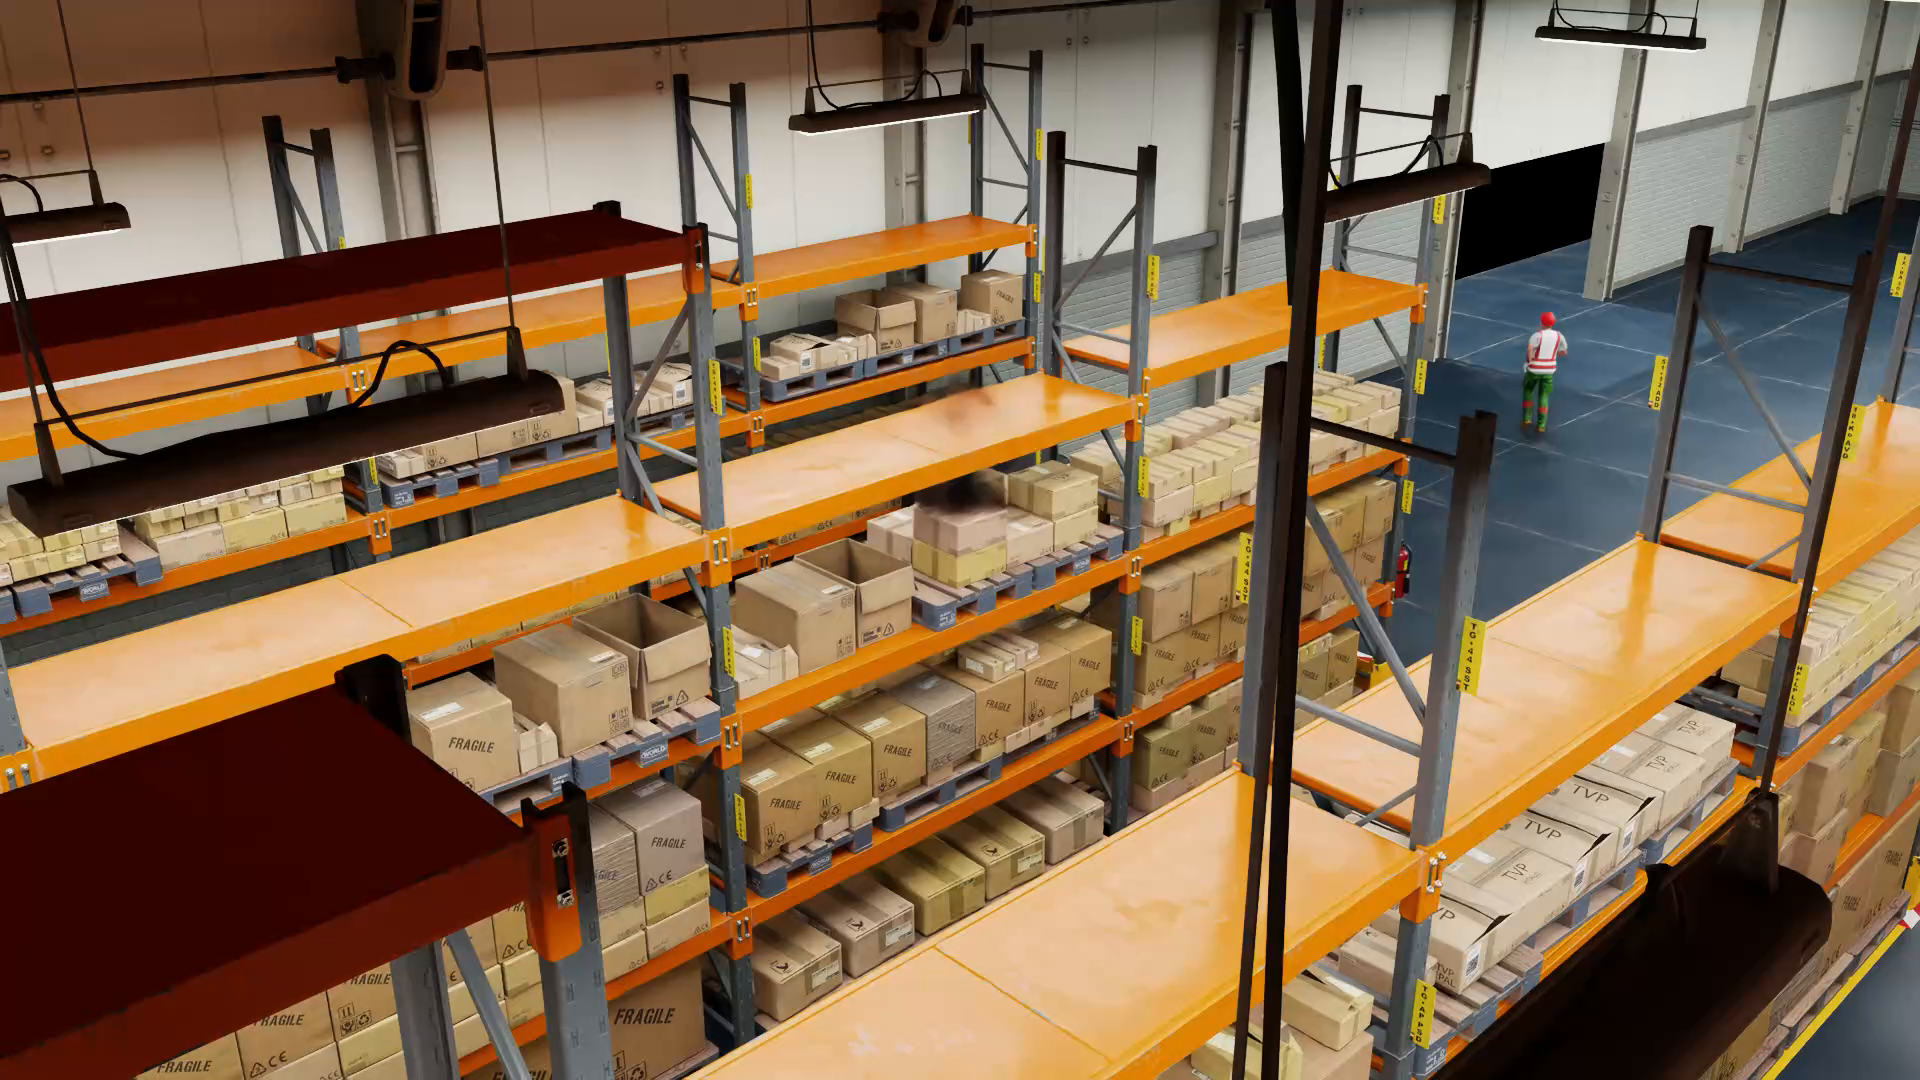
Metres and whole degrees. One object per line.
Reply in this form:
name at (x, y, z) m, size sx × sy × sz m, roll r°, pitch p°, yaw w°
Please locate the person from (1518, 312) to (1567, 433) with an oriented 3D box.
person at (8.554, -2.446, 24.446) m, size 0.637 × 1.836 × 0.788 m, roll 3°, pitch 23°, yaw 6°
